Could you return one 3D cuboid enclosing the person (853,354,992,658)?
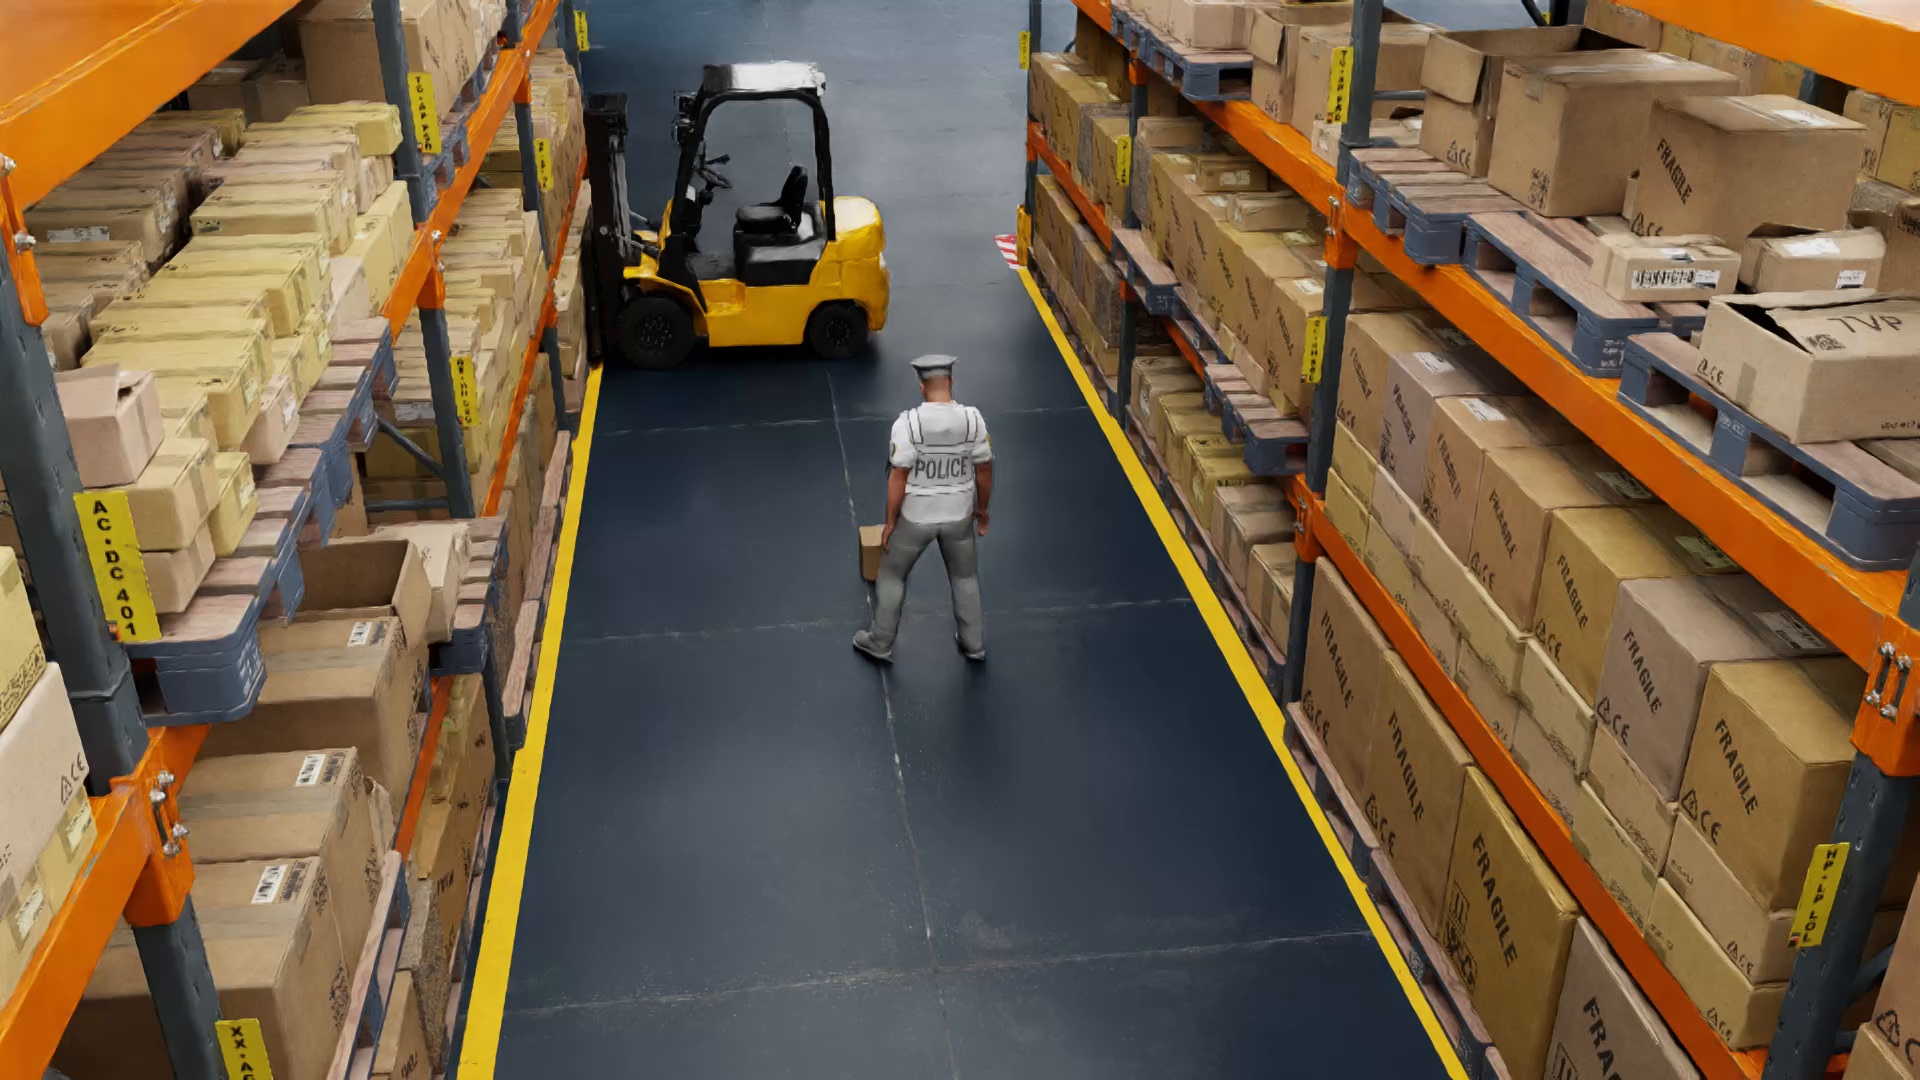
[{"bbox_3d":[-0.202,-0.155,8.885,0.714,1.740,0.495,-9,28,-17],"label":"person"}]
